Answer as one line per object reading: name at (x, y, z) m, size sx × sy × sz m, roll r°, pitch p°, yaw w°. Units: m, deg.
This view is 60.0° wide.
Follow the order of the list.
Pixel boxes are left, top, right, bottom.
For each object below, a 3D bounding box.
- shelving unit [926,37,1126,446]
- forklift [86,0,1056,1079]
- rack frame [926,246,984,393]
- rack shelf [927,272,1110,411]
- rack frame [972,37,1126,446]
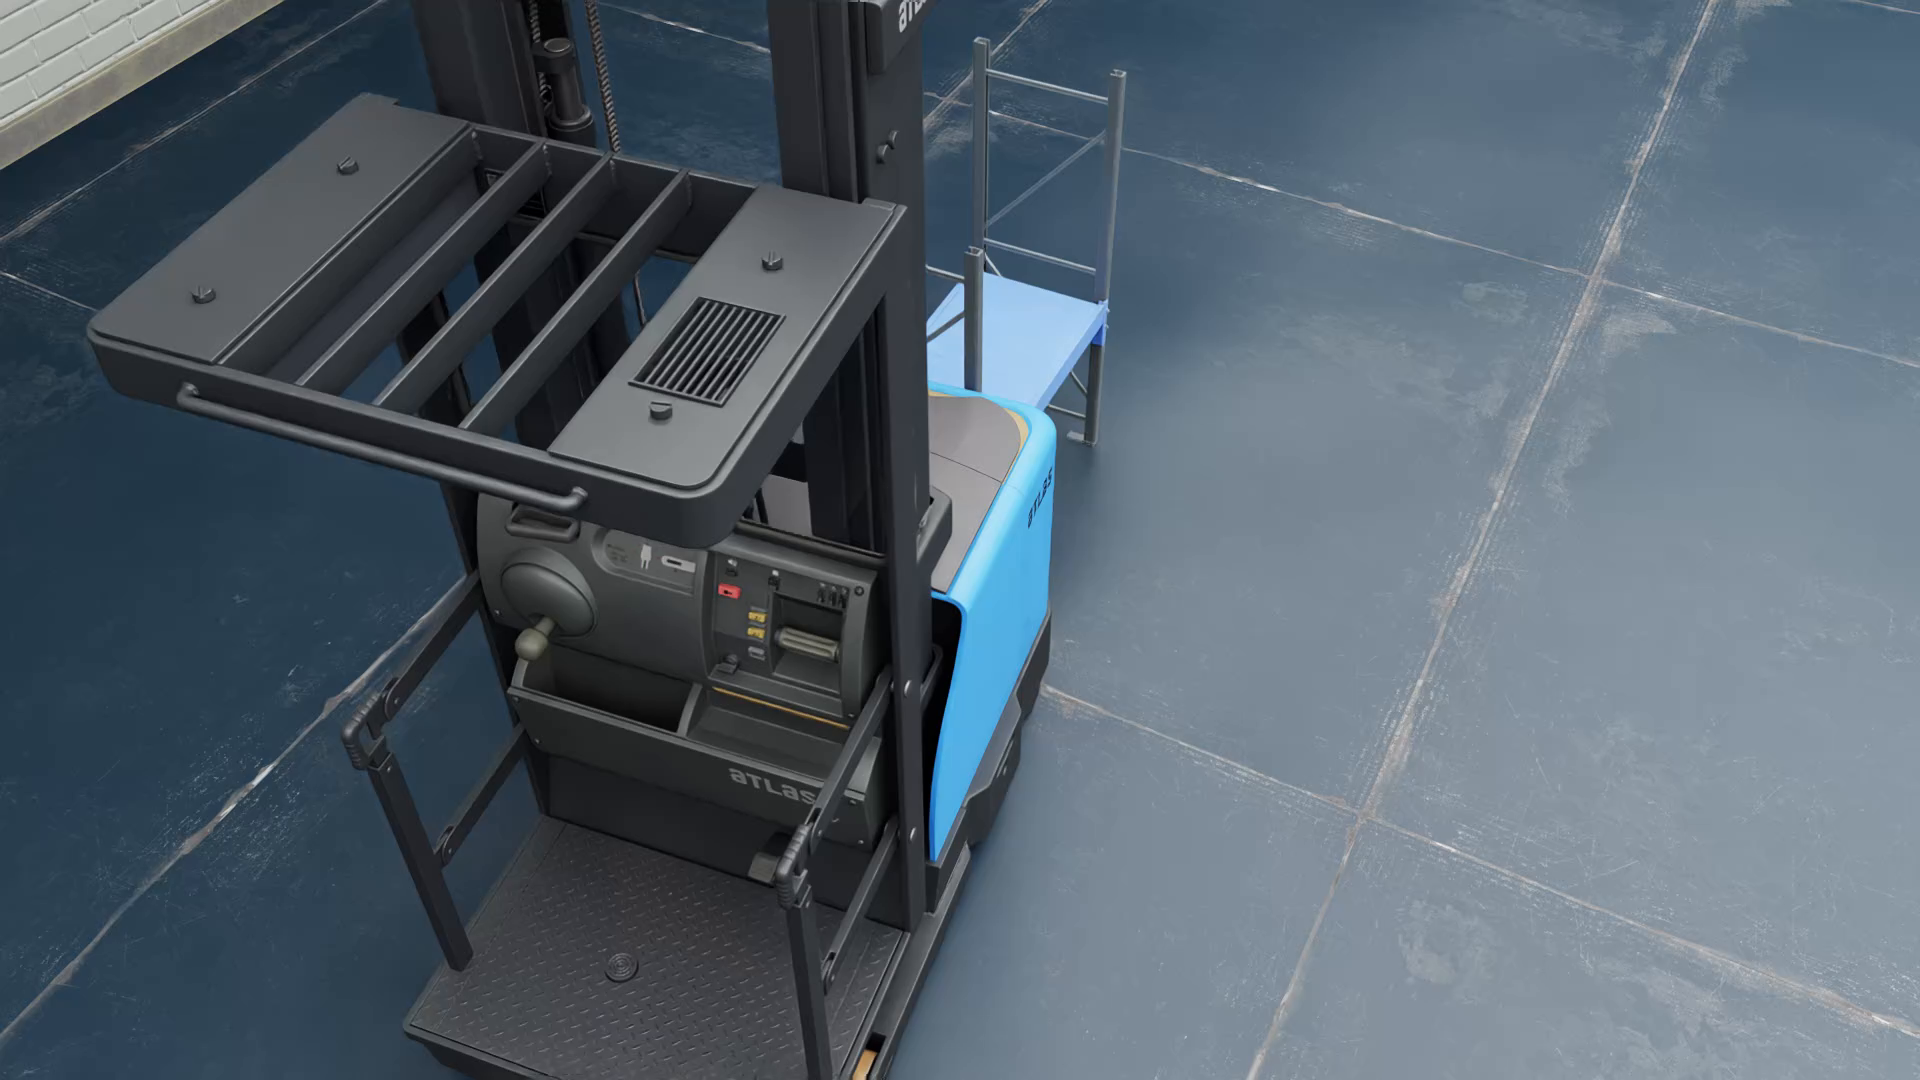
shelving unit at (0.052, -0.632, 5.321) m, size 0.538 × 1.500 × 1.048 m, roll 19°, pitch 48°, yaw 18°
forklift at (-0.701, 0.230, 3.462) m, size 1.130 × 2.935 × 3.031 m, roll 15°, pitch 47°, yaw 14°
rack frame at (-0.169, -0.307, 4.999) m, size 0.500 × 1.500 × 0.032 m, roll 19°, pitch 48°, yaw 18°
rack shelf at (0.052, -0.506, 5.449) m, size 0.538 × 0.185 × 1.000 m, roll 19°, pitch 48°, yaw 18°
rack frame at (0.273, -0.958, 5.642) m, size 0.500 × 1.500 × 0.032 m, roll 19°, pitch 48°, yaw 18°
